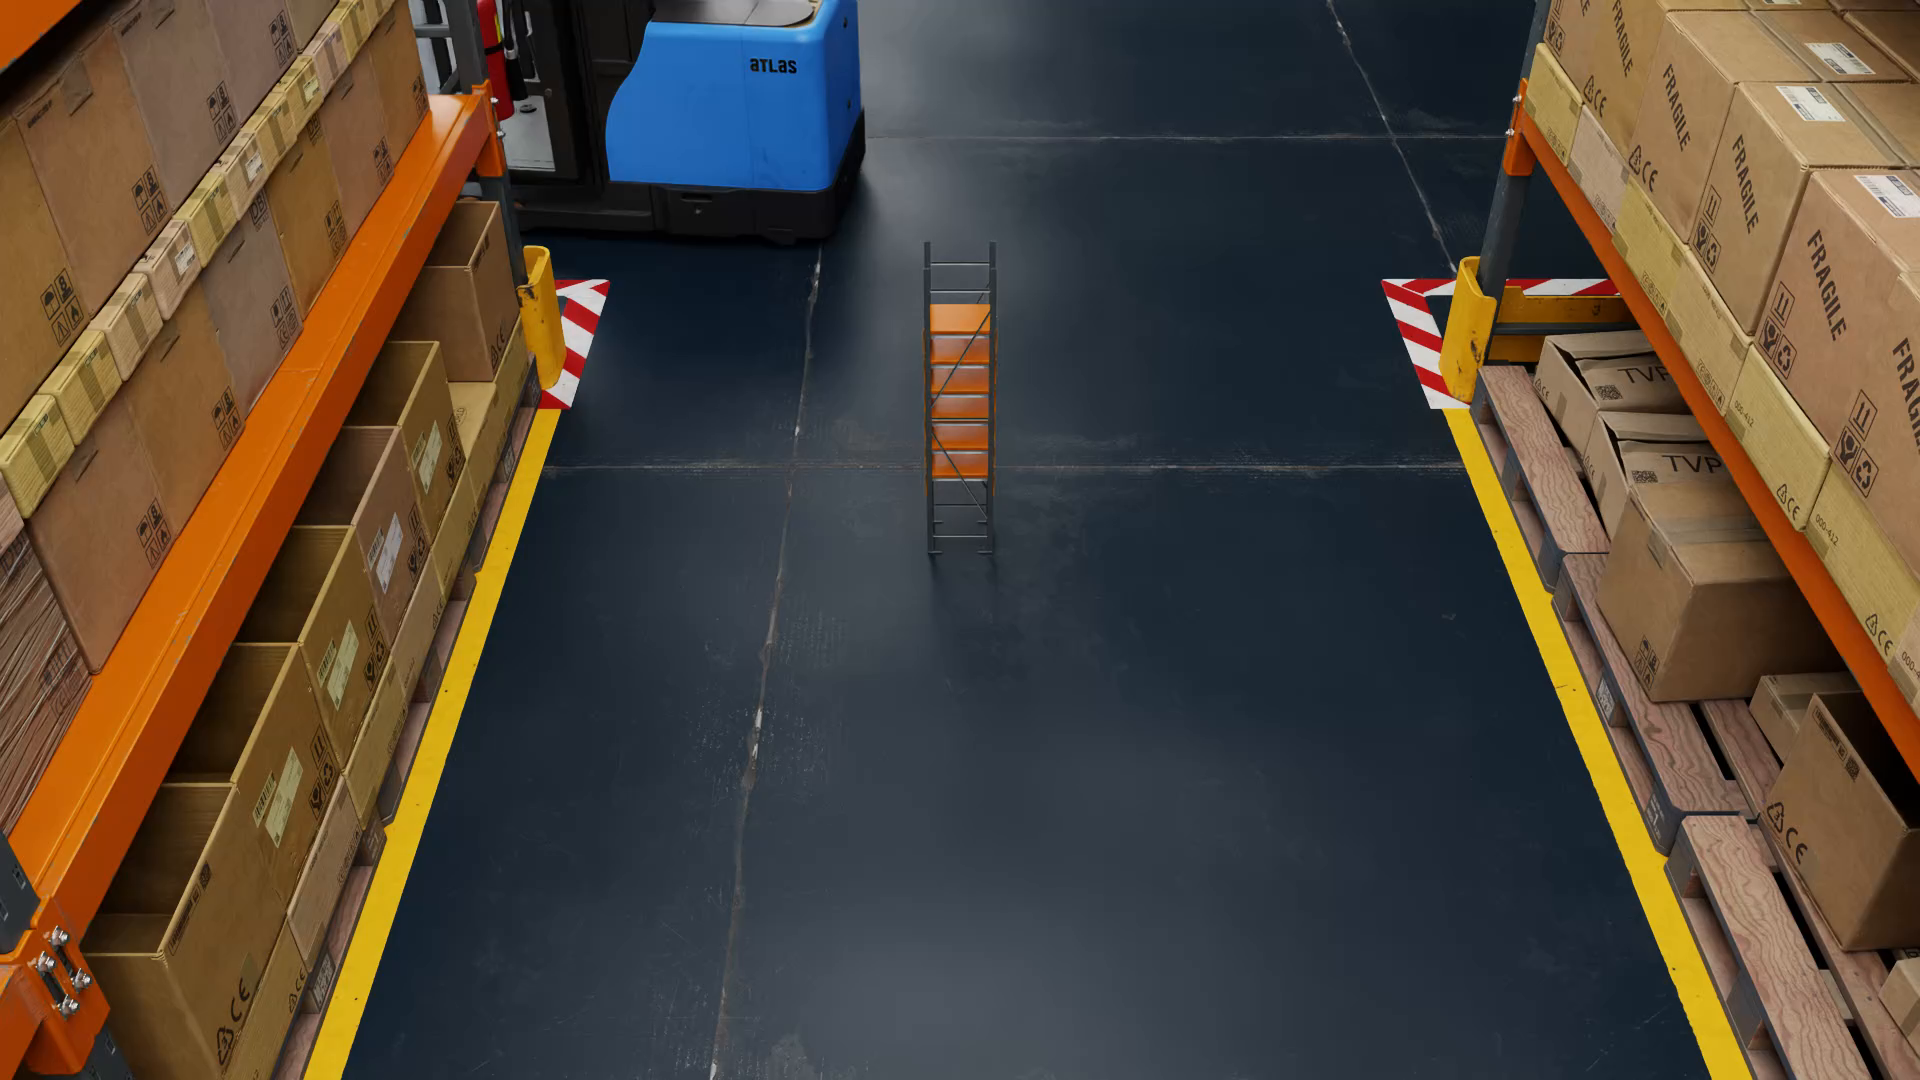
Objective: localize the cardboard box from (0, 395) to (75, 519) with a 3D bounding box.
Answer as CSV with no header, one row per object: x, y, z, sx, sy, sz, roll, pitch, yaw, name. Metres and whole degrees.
-2.105,-0.172,3.467,0.380,0.149,0.250,-1,39,-1,cardboard box

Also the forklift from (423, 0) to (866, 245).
-2.046,-2.954,7.592,3.031,2.935,1.130,4,39,5,forklift

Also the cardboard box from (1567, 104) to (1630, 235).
2.351,-1.220,5.477,0.500,0.250,0.500,-1,39,-1,cardboard box

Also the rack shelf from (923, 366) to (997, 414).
0.000,-0.536,5.839,0.258,0.103,0.180,0,39,0,rack shelf

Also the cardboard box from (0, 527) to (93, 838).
-2.303,0.290,3.409,0.700,0.500,0.500,-1,39,-1,cardboard box

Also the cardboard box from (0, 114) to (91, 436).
-2.305,-0.532,3.398,0.700,0.500,0.500,0,39,0,cardboard box

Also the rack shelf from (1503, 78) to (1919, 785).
2.655,-0.369,4.887,1.077,0.370,4.000,0,39,0,rack shelf

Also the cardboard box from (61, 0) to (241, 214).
-2.305,-1.158,4.179,0.700,0.500,0.500,0,39,0,cardboard box

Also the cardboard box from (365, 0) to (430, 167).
-2.313,-1.642,5.820,0.700,0.500,0.500,0,39,0,cardboard box

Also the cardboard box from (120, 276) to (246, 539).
-2.307,-0.353,4.212,0.700,0.500,0.500,1,39,1,cardboard box

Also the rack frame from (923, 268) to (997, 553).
0.000,-0.420,5.815,0.240,1.200,0.006,0,39,0,rack frame

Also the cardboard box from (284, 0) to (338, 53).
-2.307,-1.786,4.963,0.700,0.500,0.500,-1,39,-1,cardboard box

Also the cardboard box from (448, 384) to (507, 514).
-1.992,-0.338,6.136,0.500,0.250,0.500,0,39,0,cardboard box

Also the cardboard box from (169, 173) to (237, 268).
-2.108,-0.822,4.279,0.380,0.149,0.250,0,39,0,cardboard box

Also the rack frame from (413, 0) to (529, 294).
-2.301,-1.895,6.216,1.000,3.000,0.127,0,39,0,rack frame

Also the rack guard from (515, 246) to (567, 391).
-2.301,-0.934,7.016,1.175,0.500,0.348,0,39,0,rack guard

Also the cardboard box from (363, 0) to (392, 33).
-2.108,-1.784,5.479,0.380,0.149,0.250,1,39,1,cardboard box

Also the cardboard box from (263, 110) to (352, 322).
-2.313,-1.003,5.023,0.700,0.500,0.500,0,39,0,cardboard box

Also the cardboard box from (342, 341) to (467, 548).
-1.987,-0.318,5.511,0.500,0.500,0.500,0,39,0,cardboard box

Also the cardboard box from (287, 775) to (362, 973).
-1.989,0.913,4.575,0.500,0.250,0.500,0,39,0,cardboard box

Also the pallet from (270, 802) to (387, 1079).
-2.255,1.197,4.587,1.003,0.211,1.213,0,39,0,pallet

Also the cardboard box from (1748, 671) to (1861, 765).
2.676,0.541,5.104,0.380,0.149,0.250,-3,39,-4,cardboard box

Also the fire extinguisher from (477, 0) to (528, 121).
-1.836,-1.939,6.333,0.296,0.674,0.183,0,39,0,fire extinguisher

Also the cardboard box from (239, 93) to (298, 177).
-2.107,-1.138,4.673,0.380,0.149,0.250,1,39,1,cardboard box

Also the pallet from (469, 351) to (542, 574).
-2.258,-0.328,6.491,1.003,0.211,1.213,0,39,0,pallet

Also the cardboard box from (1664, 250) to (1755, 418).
2.344,-0.585,4.686,0.500,0.250,0.500,0,39,0,cardboard box

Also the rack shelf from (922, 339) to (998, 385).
0.000,-0.630,5.764,0.258,0.103,0.180,0,39,0,rack shelf

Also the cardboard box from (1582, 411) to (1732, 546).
2.564,-0.234,5.942,0.500,0.311,0.500,3,39,4,cardboard box

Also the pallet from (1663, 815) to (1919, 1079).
2.621,1.269,4.498,1.003,0.211,1.213,0,39,0,pallet

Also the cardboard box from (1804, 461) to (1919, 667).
2.362,0.044,3.901,0.500,0.250,0.500,0,39,0,cardboard box

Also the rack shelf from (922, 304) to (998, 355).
0.000,-0.724,5.689,0.258,0.103,0.180,0,39,0,rack shelf

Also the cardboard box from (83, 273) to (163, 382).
-2.105,-0.493,3.867,0.380,0.149,0.250,-1,39,-2,cardboard box

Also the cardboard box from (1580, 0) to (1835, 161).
2.344,-1.535,5.271,0.500,0.500,0.500,0,39,0,cardboard box

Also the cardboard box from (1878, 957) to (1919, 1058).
2.627,1.200,4.268,0.380,0.166,0.250,-5,39,-6,cardboard box

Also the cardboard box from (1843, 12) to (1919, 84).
2.862,-1.210,4.865,0.500,0.500,0.500,-1,39,-1,cardboard box

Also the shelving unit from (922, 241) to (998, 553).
0.000,-0.477,5.886,0.258,1.200,0.189,0,39,0,shelving unit

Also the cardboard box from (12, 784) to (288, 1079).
-1.984,0.933,3.951,0.500,0.500,0.500,0,39,0,cardboard box

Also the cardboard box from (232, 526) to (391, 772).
-1.985,0.308,4.731,0.500,0.500,0.500,0,39,0,cardboard box

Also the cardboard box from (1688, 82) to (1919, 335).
2.350,-0.889,4.465,0.500,0.500,0.500,1,39,1,cardboard box

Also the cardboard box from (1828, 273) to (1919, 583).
2.342,-0.249,3.666,0.500,0.500,0.500,0,39,0,cardboard box

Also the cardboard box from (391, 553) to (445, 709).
-1.991,0.287,5.356,0.500,0.250,0.500,0,39,0,cardboard box

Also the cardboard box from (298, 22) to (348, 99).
-2.110,-1.467,5.084,0.380,0.149,0.250,0,39,1,cardboard box
